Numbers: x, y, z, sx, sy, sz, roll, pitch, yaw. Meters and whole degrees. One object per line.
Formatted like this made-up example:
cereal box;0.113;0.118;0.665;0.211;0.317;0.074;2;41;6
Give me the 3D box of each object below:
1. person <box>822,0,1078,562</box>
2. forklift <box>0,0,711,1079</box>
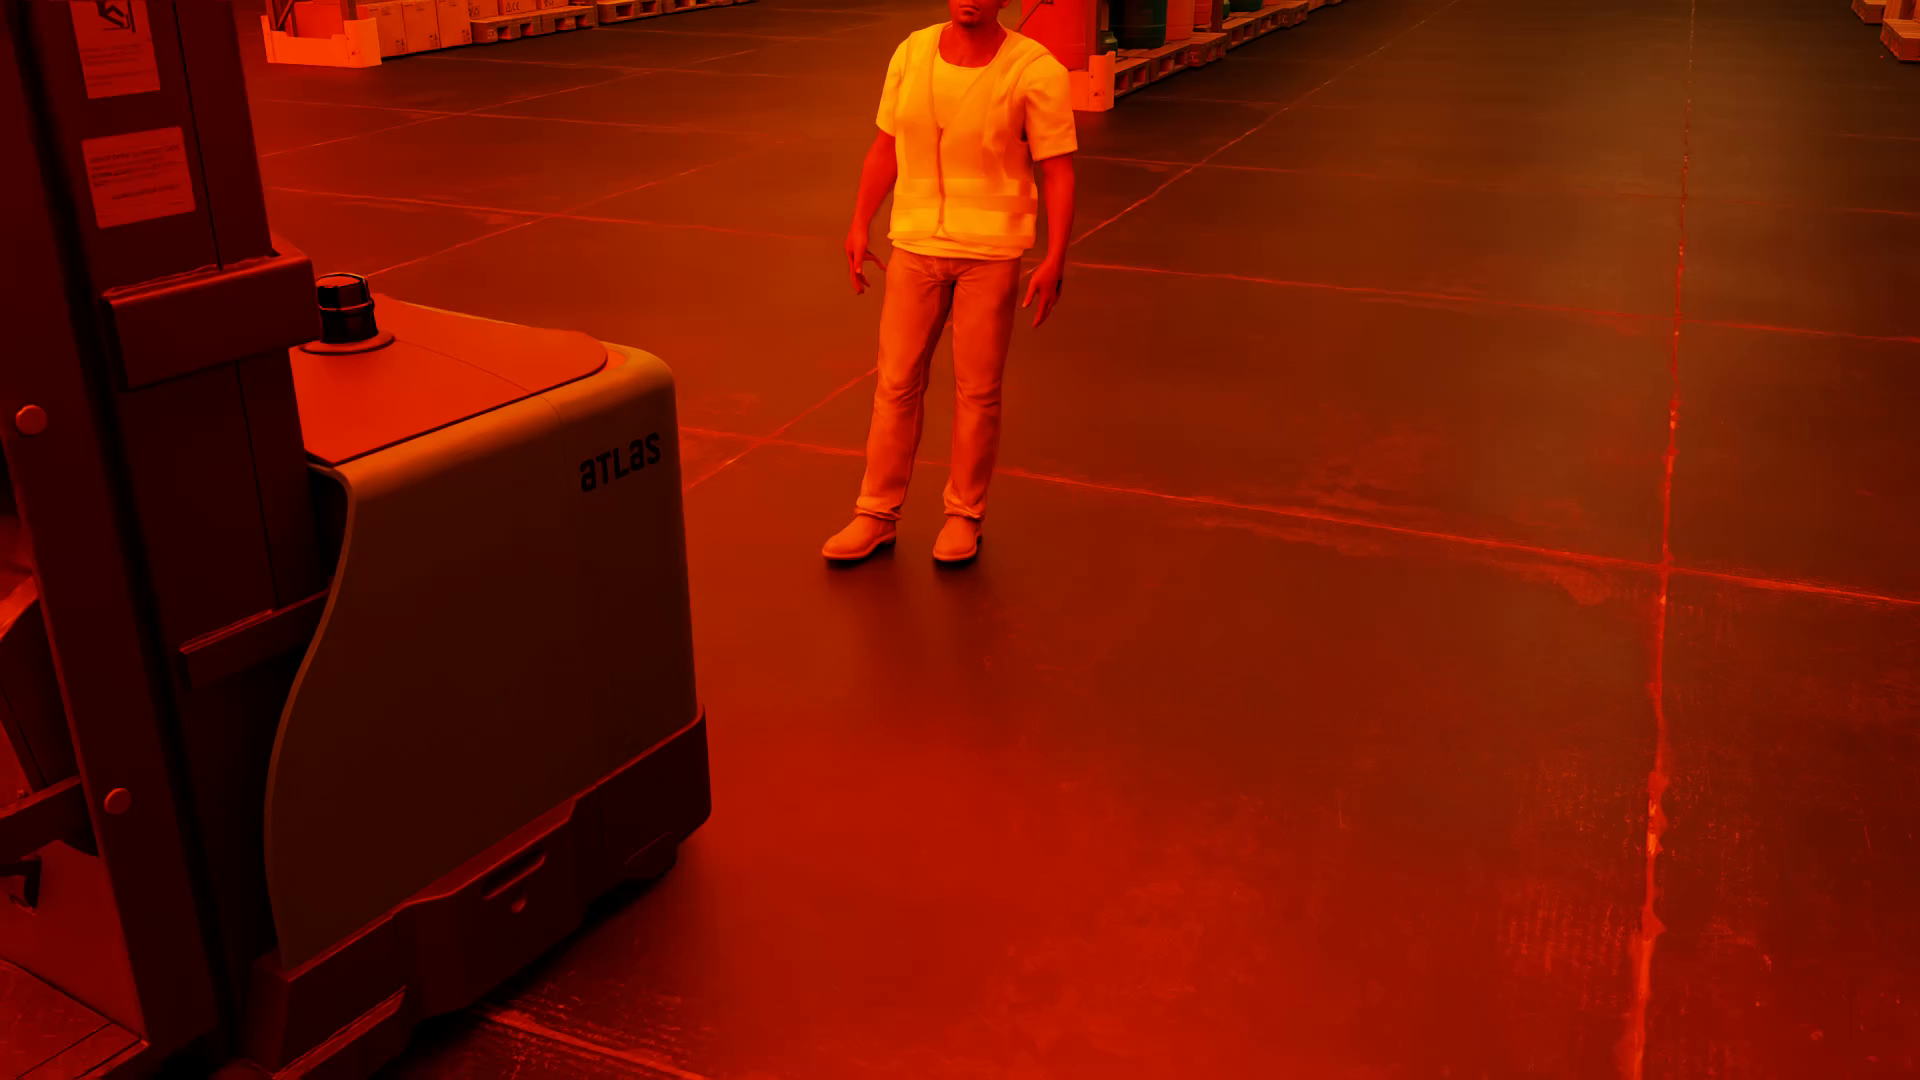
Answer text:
person;-0.032;-0.798;4.692;0.665;1.768;0.575;9;24;21
forklift;-1.739;-0.335;2.094;1.130;2.935;3.031;14;26;29
